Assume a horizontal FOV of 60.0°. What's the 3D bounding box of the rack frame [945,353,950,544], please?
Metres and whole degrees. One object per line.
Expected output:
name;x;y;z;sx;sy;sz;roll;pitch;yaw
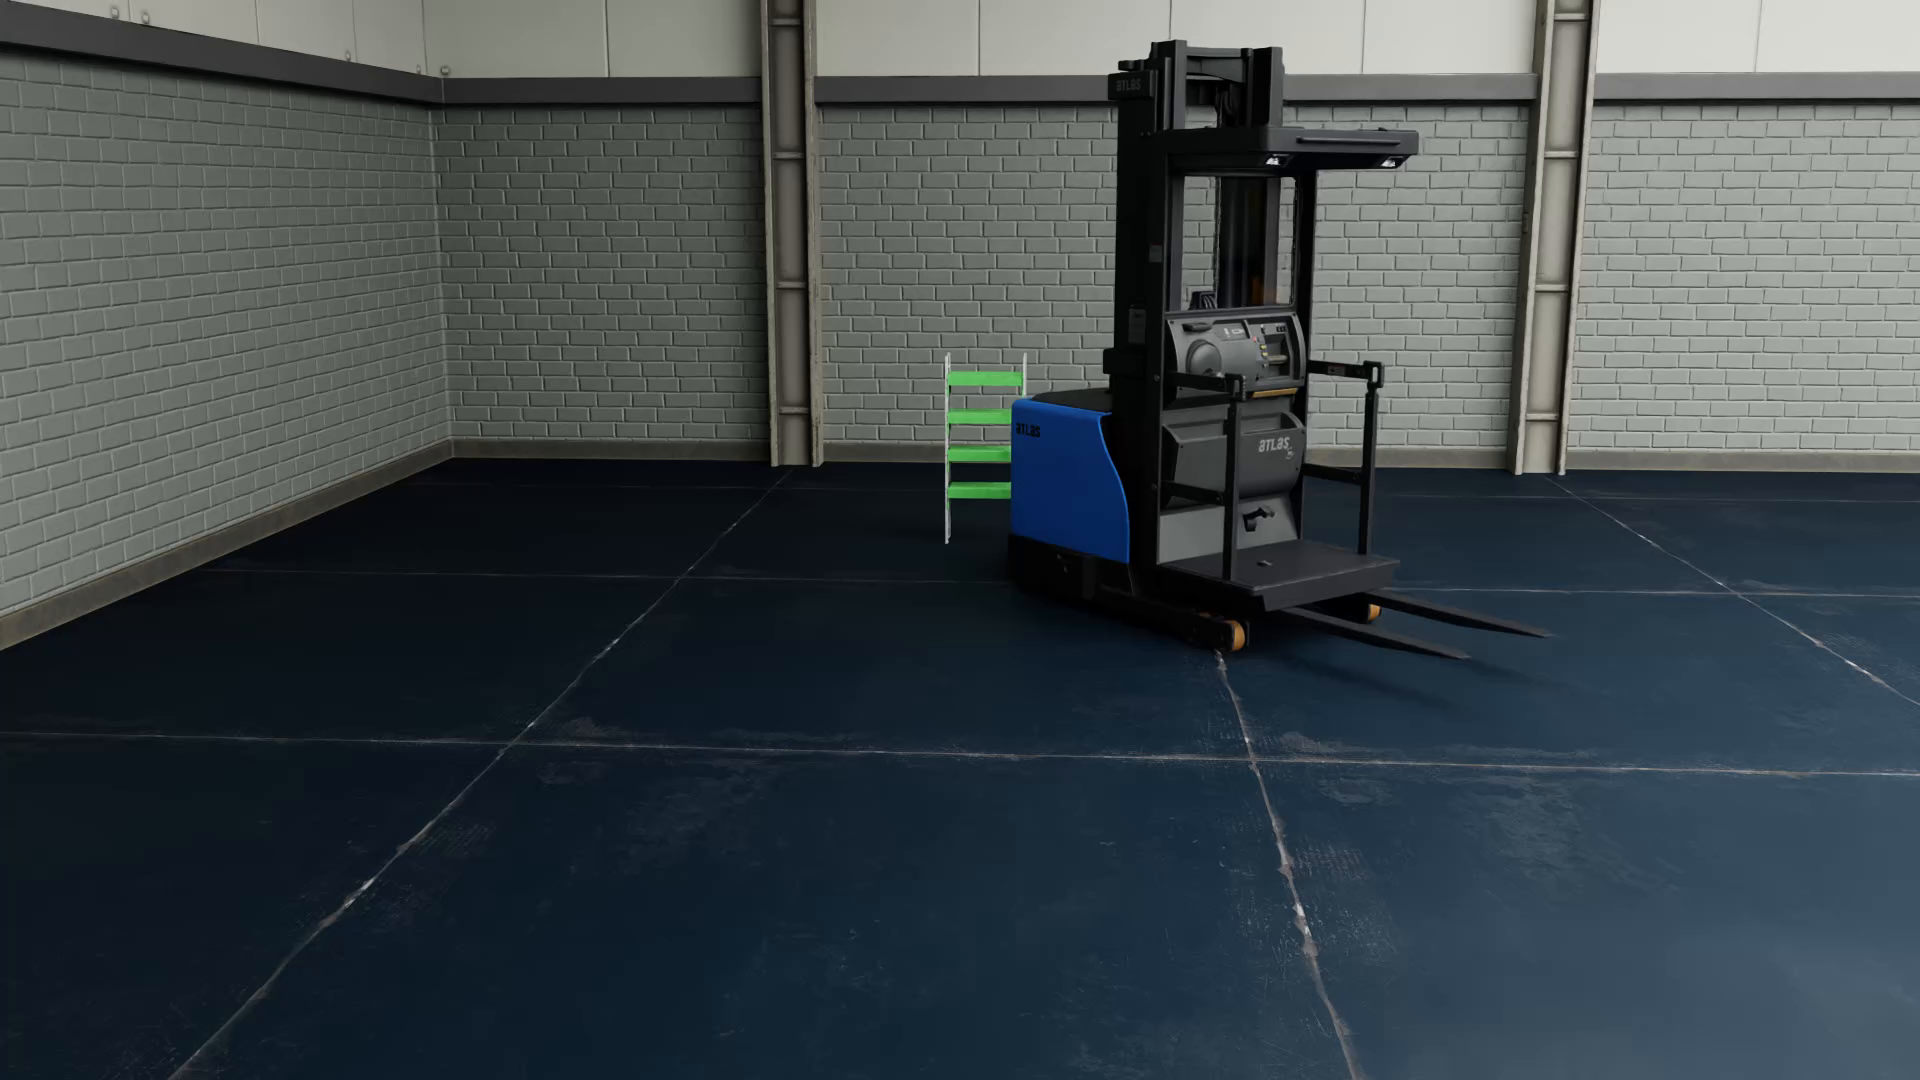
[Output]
rack frame;-0.078;-0.588;10.650;0.015;1.200;0.240;1;12;4

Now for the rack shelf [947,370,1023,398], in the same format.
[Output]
rack shelf;0.165;-0.992;10.549;0.480;0.148;0.258;1;12;4

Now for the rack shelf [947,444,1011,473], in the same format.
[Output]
rack shelf;0.165;-0.522;10.647;0.480;0.148;0.258;1;12;4

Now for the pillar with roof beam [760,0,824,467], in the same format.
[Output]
pillar with roof beam;-1.637;-4.161;8.680;0.400;9.000;9.100;1;12;4

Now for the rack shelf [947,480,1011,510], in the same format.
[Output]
rack shelf;0.165;-0.288;10.697;0.480;0.148;0.258;1;12;4

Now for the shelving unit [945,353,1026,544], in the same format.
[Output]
shelving unit;0.165;-0.585;10.634;0.503;1.200;0.258;1;12;4

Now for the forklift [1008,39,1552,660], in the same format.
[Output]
forklift;1.549;-0.993;8.356;1.130;2.935;3.031;-9;15;-35

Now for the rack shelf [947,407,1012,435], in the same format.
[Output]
rack shelf;0.165;-0.757;10.598;0.480;0.148;0.258;1;12;4

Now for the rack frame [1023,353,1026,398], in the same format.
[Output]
rack frame;0.409;-0.582;10.618;0.015;1.200;0.240;1;12;4

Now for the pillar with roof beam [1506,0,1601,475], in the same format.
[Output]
pillar with roof beam;4.349;-4.079;8.287;0.400;9.000;9.100;1;12;4
